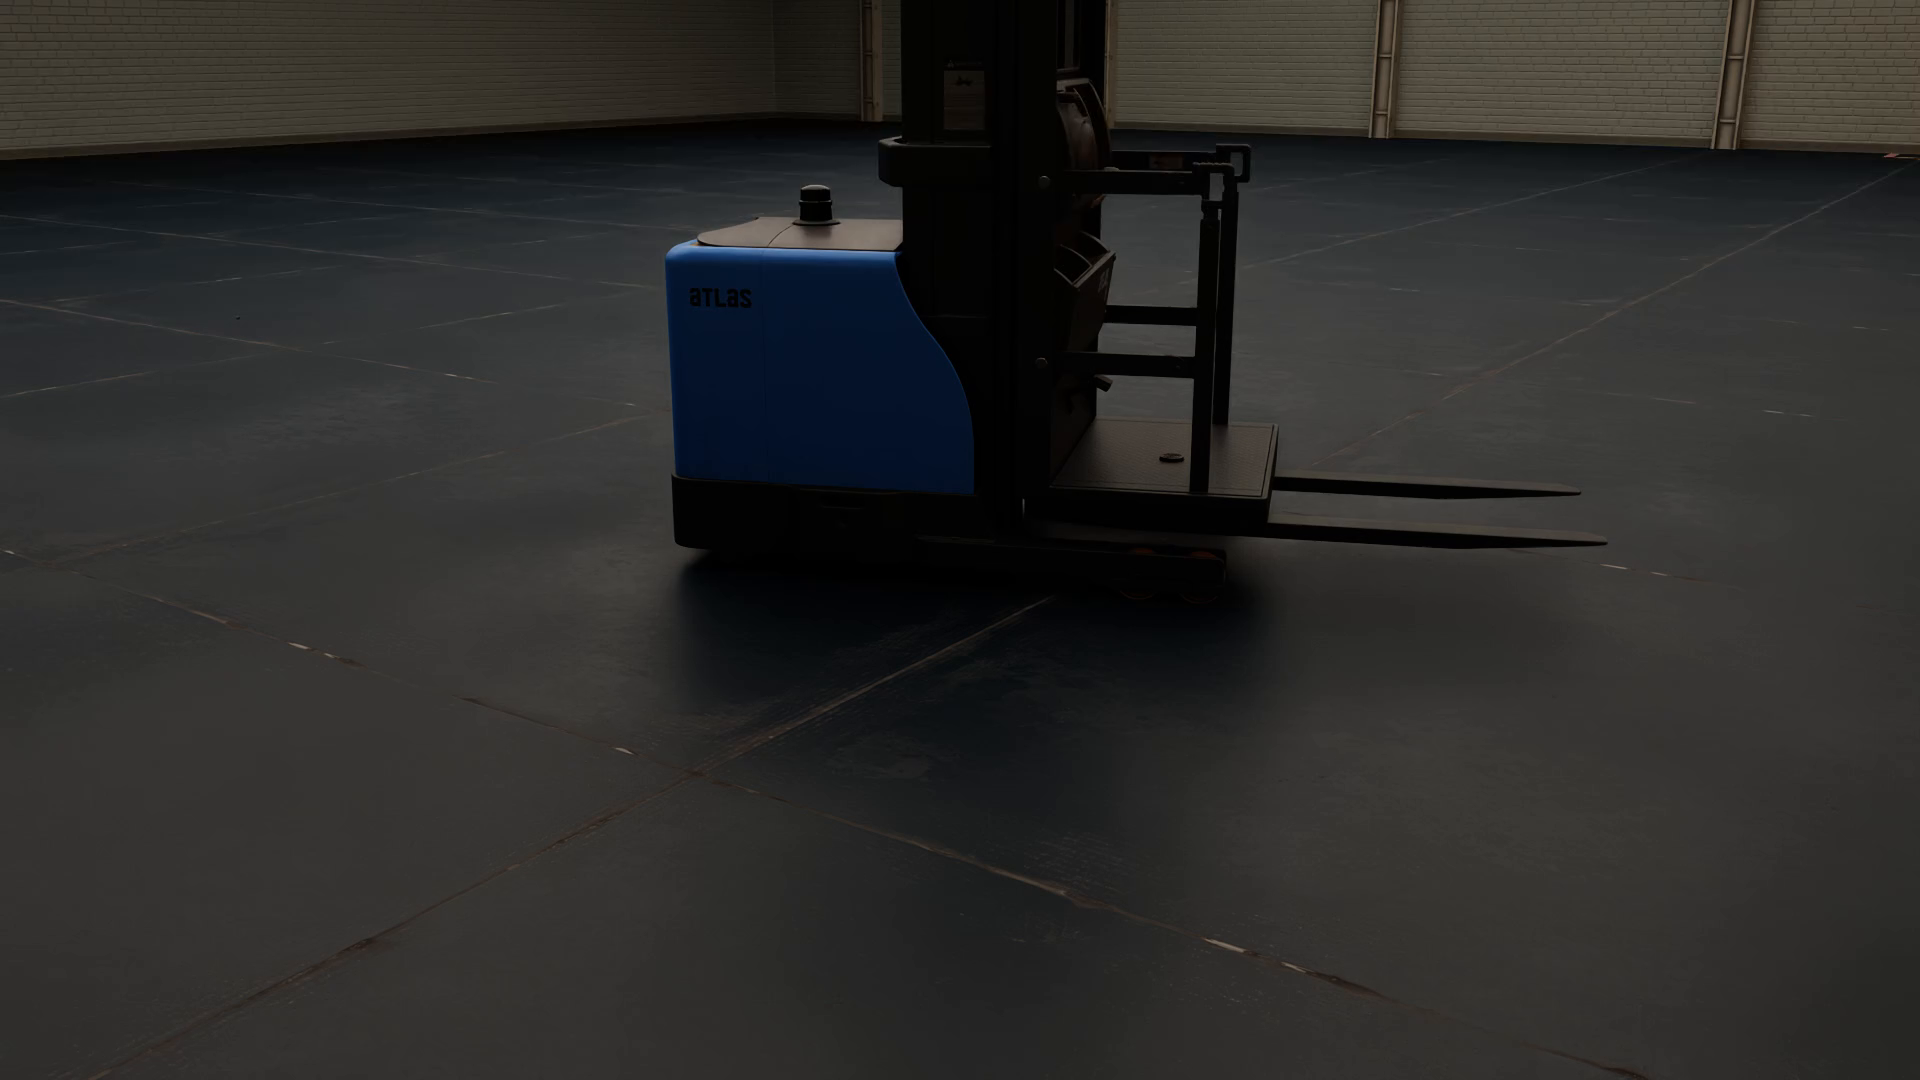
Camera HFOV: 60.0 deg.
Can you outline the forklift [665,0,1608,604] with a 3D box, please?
[{"bbox_3d":[0.595,-1.367,5.404,3.031,2.935,1.130,4,17,12],"label":"forklift"}]
